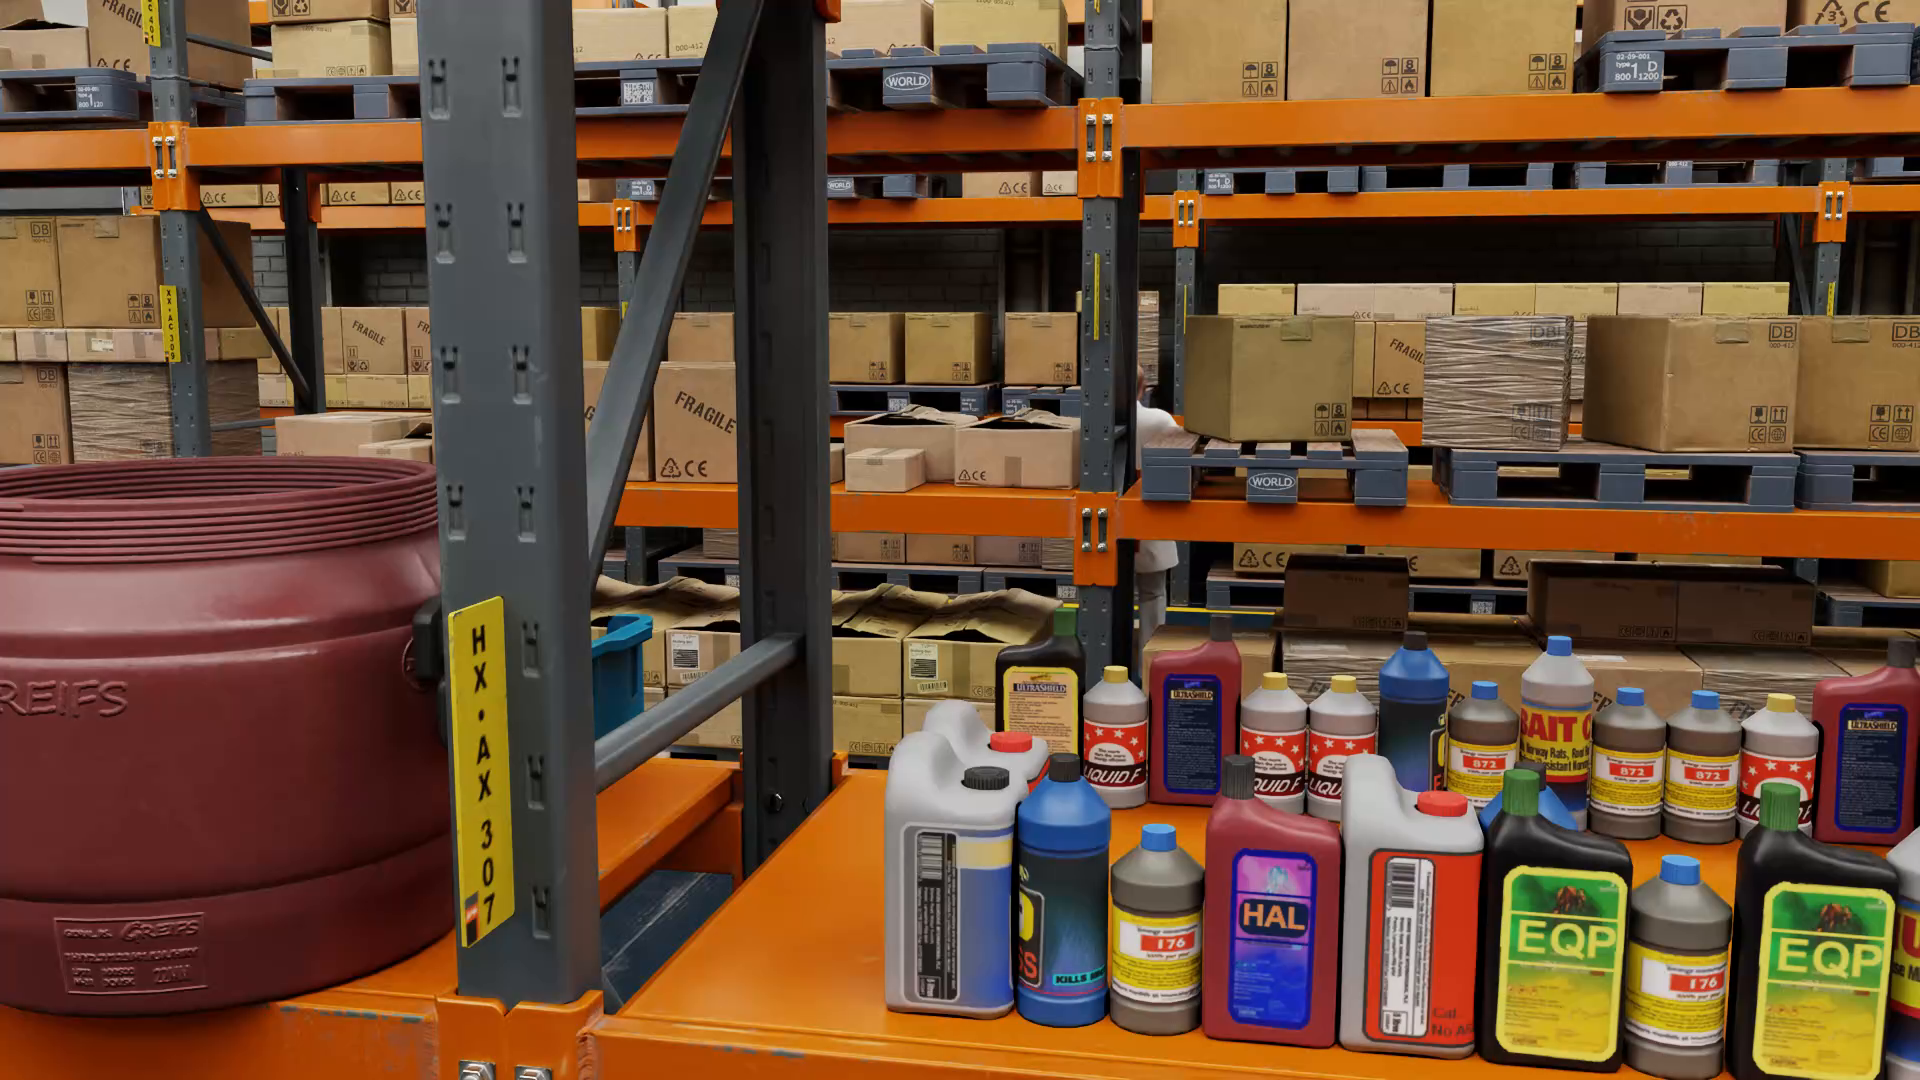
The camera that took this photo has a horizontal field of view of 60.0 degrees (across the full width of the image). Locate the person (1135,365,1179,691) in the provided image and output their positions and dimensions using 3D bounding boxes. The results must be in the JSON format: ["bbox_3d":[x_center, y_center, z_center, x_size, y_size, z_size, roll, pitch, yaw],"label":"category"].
[{"bbox_3d":[0.899,-0.071,8.959,0.567,1.765,0.379,2,8,12],"label":"person"}]
